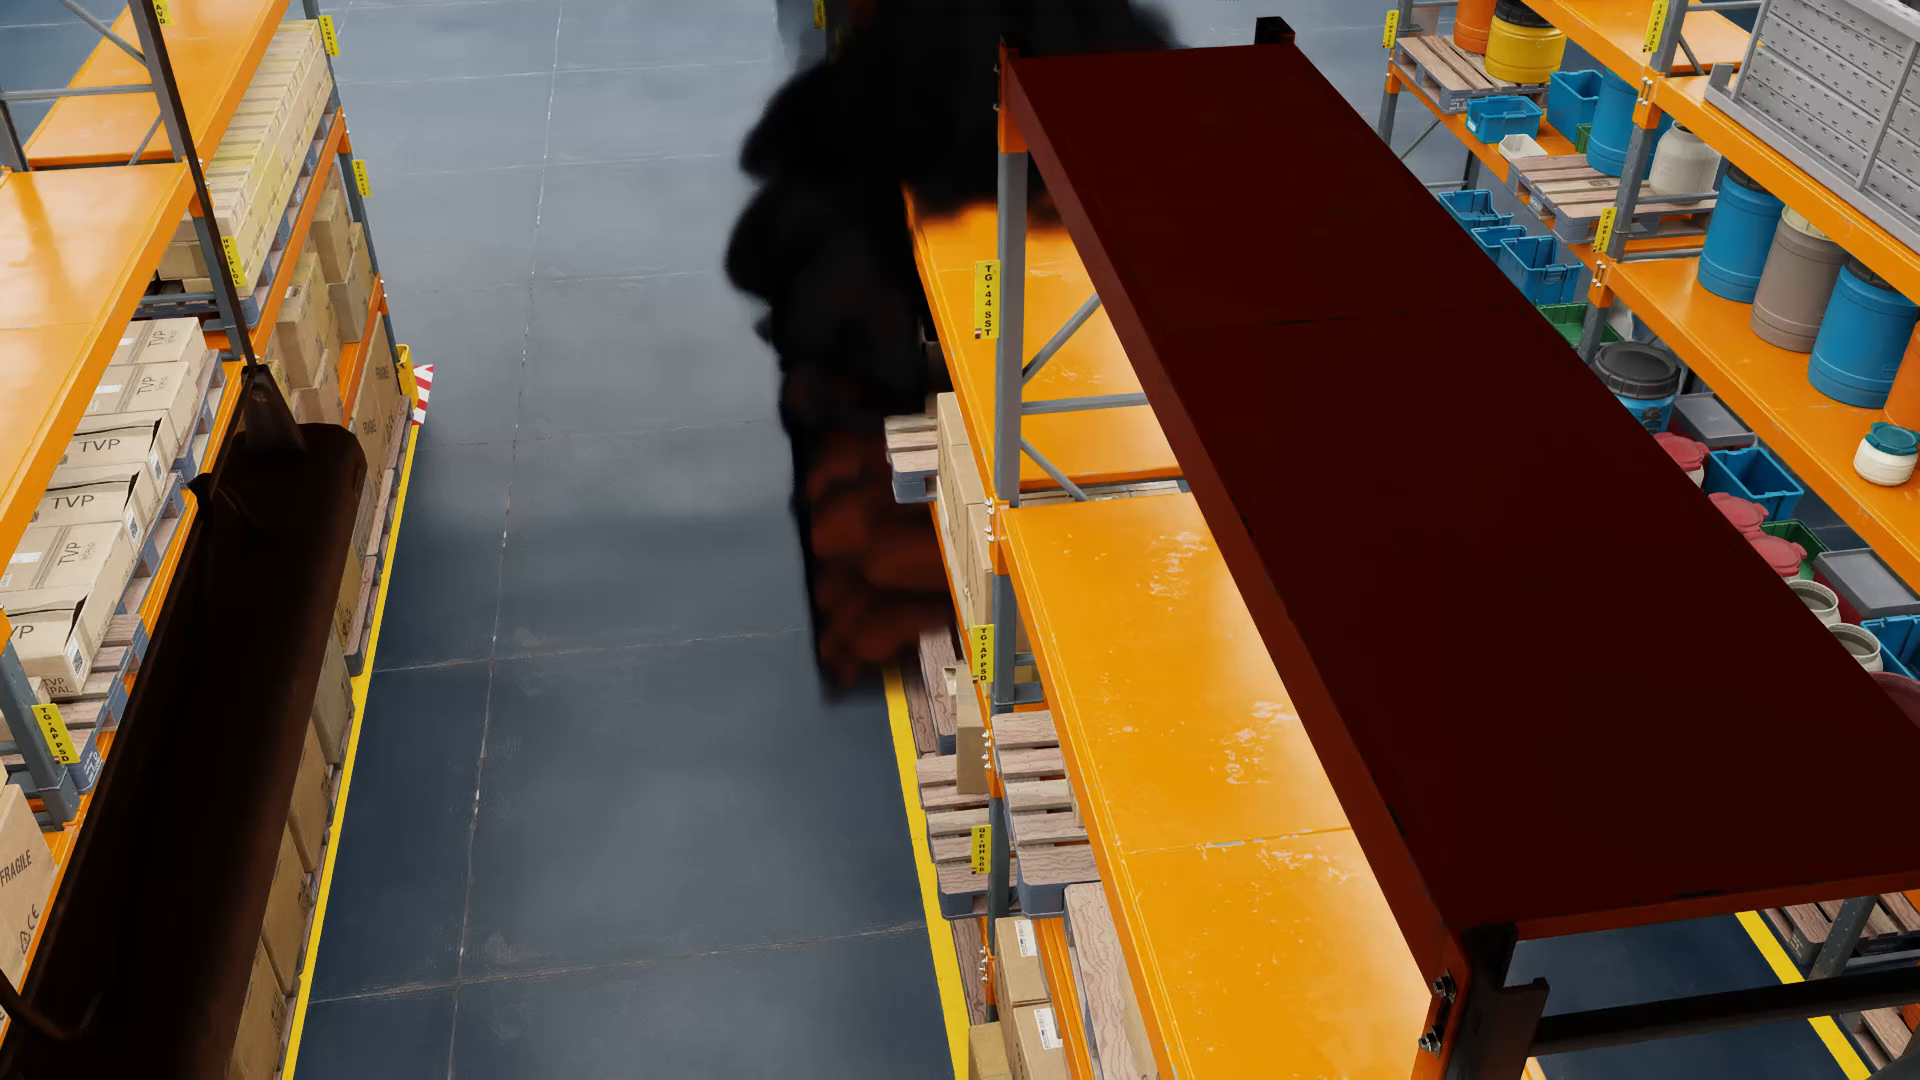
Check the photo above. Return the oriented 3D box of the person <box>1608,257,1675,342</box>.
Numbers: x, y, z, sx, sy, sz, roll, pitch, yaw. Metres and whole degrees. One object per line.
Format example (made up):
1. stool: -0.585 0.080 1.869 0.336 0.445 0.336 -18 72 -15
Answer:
1. person: 5.917 -2.388 14.777 0.637 1.804 0.729 -9 37 -12
